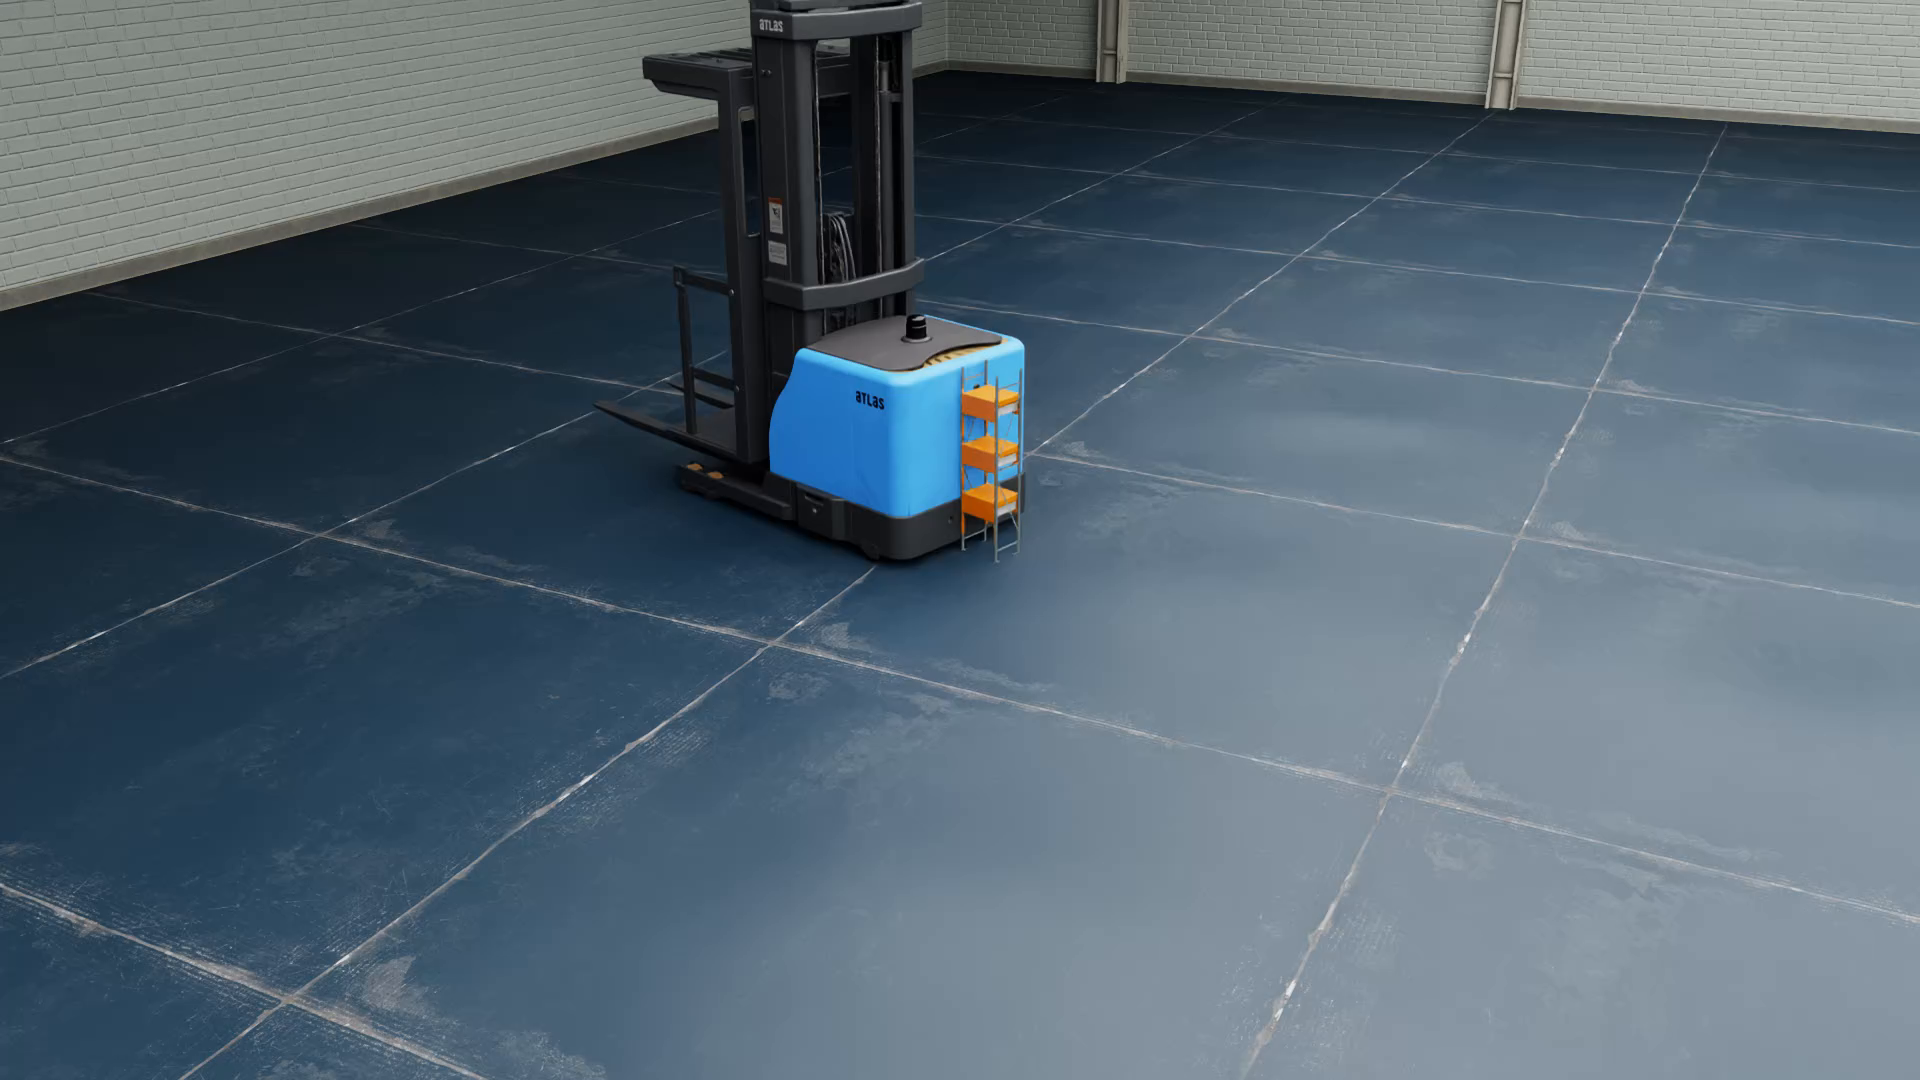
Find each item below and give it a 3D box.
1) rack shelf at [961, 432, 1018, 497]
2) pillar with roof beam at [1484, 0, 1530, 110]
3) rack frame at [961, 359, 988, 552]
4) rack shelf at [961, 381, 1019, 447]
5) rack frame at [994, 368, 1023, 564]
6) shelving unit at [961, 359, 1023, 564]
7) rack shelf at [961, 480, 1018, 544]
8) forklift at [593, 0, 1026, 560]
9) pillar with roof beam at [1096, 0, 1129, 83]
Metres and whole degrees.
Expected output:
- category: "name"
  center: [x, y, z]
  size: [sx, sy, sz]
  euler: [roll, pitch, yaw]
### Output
- category: "rack shelf"
  center: [0.166, -0.406, 8.890]
  size: [0.240, 0.259, 0.215]
  euler: [20, 30, 39]
- category: "pillar with roof beam"
  center: [5.801, -8.834, 18.523]
  size: [0.400, 9.000, 9.100]
  euler: [11, 25, 25]
- category: "rack frame"
  center: [0.077, -0.448, 8.962]
  size: [0.008, 1.050, 0.200]
  euler: [20, 30, 39]
- category: "rack shelf"
  center: [0.166, -0.667, 8.779]
  size: [0.240, 0.259, 0.215]
  euler: [20, 30, 39]
- category: "rack frame"
  center: [0.255, -0.383, 8.808]
  size: [0.008, 1.050, 0.200]
  euler: [20, 30, 39]
- category: "shelving unit"
  center: [0.166, -0.415, 8.885]
  size: [0.252, 1.050, 0.215]
  euler: [20, 30, 39]
- category: "rack shelf"
  center: [0.166, -0.150, 8.998]
  size: [0.240, 0.259, 0.215]
  euler: [20, 30, 39]
- category: "forklift"
  center: [-1.048, -1.716, 9.539]
  size: [3.031, 2.935, 1.130]
  euler: [20, 30, 39]
- category: "pillar with roof beam"
  center: [0.447, -9.893, 21.014]
  size: [0.400, 9.000, 9.100]
  euler: [11, 25, 25]
